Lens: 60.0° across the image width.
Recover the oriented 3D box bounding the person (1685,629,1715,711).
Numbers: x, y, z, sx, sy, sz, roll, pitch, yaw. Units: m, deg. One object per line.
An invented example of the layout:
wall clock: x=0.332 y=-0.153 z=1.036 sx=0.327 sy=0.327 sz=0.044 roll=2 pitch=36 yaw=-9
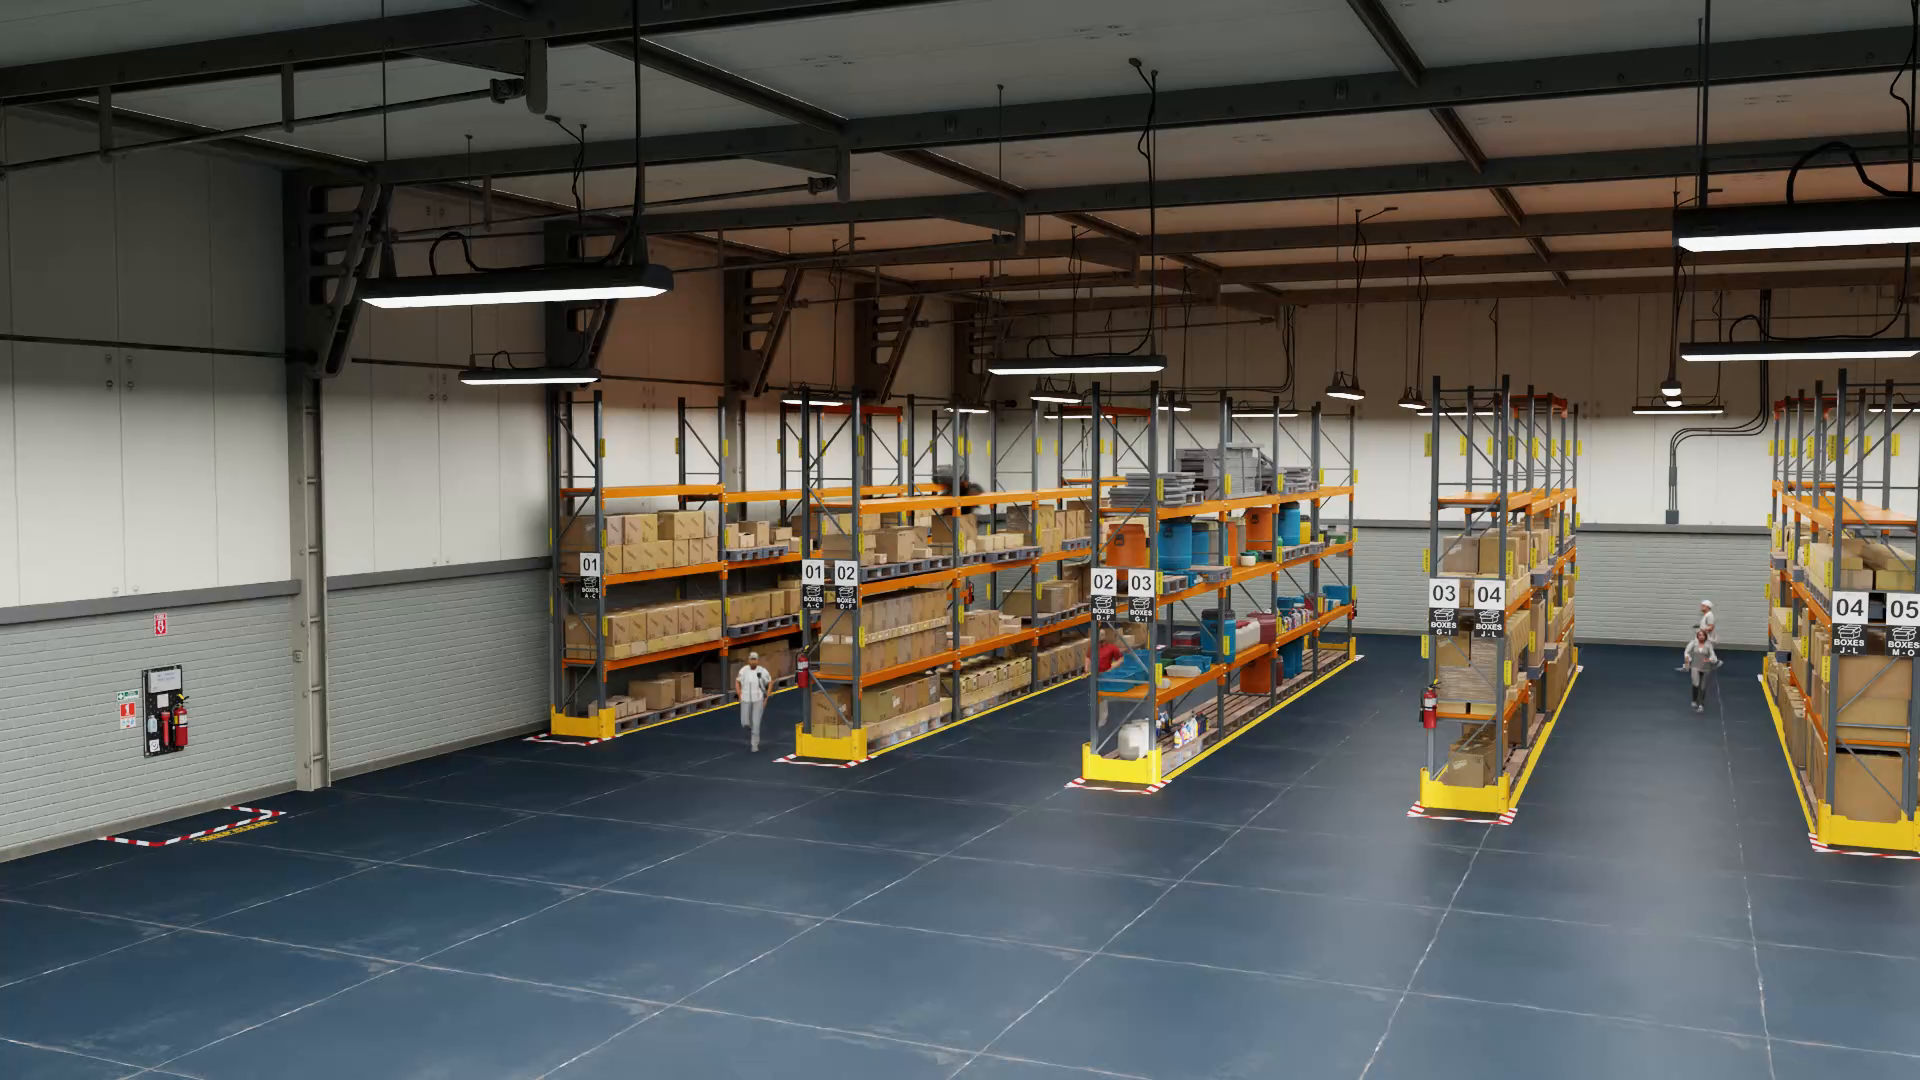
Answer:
person: x=13.956 y=2.471 z=31.366 sx=0.519 sy=1.567 sz=0.624 roll=1 pitch=3 yaw=20

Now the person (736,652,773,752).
person: x=-3.430 y=2.680 z=27.634 sx=0.638 sy=1.647 sz=0.532 roll=0 pitch=3 yaw=8

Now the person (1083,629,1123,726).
person: x=2.448 y=2.337 z=28.487 sx=0.679 sy=1.650 sz=0.622 roll=1 pitch=3 yaw=25

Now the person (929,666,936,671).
person: x=-0.690 y=2.091 z=33.745 sx=0.588 sy=1.734 sz=0.757 roll=1 pitch=3 yaw=17

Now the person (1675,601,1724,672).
person: x=16.473 y=2.151 z=36.793 sx=0.970 sy=1.633 sz=0.722 roll=0 pitch=3 yaw=-5
